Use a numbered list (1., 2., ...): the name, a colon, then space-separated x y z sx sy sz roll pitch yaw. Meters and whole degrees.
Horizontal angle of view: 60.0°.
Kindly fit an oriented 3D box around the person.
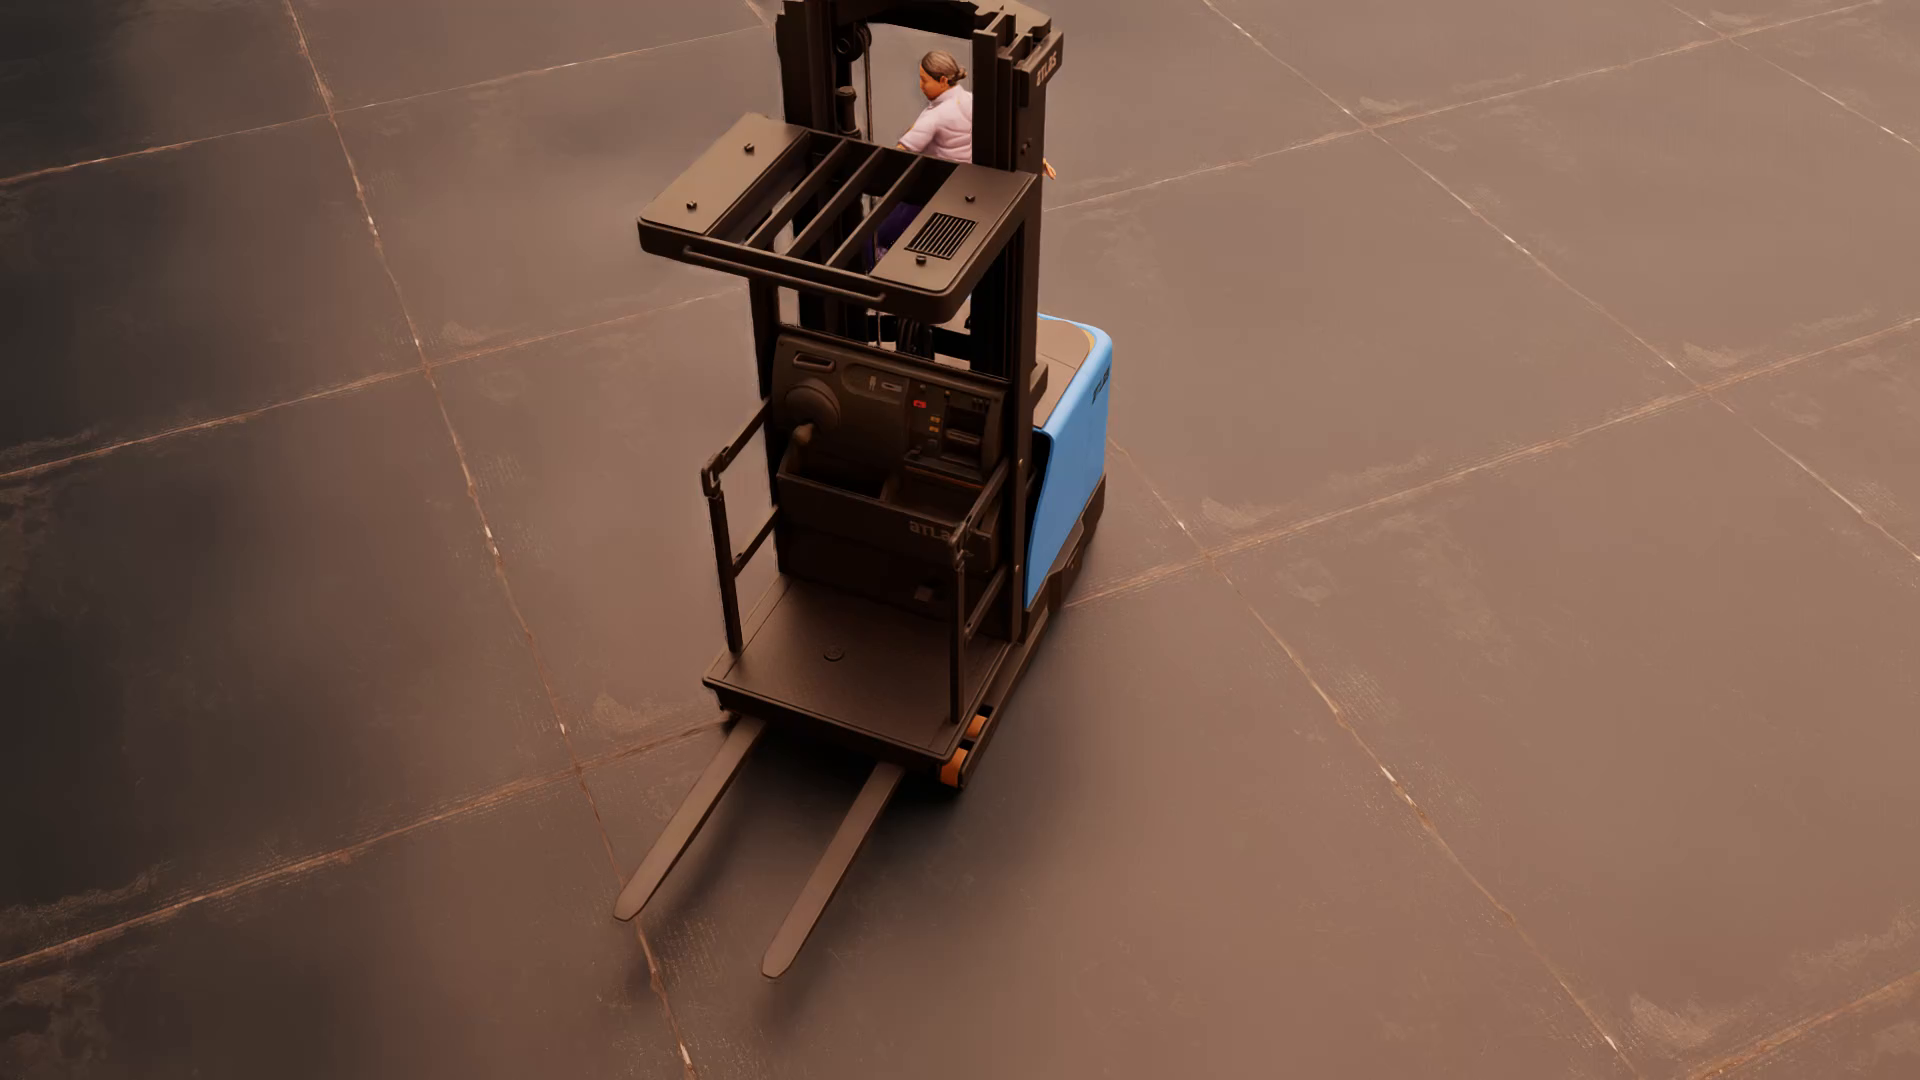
1. person: -0.047 -1.820 8.746 1.129 1.563 0.508 -24 48 -23

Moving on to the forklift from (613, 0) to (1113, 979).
1. forklift: -0.363 -0.403 6.112 1.130 2.935 3.031 16 45 17
